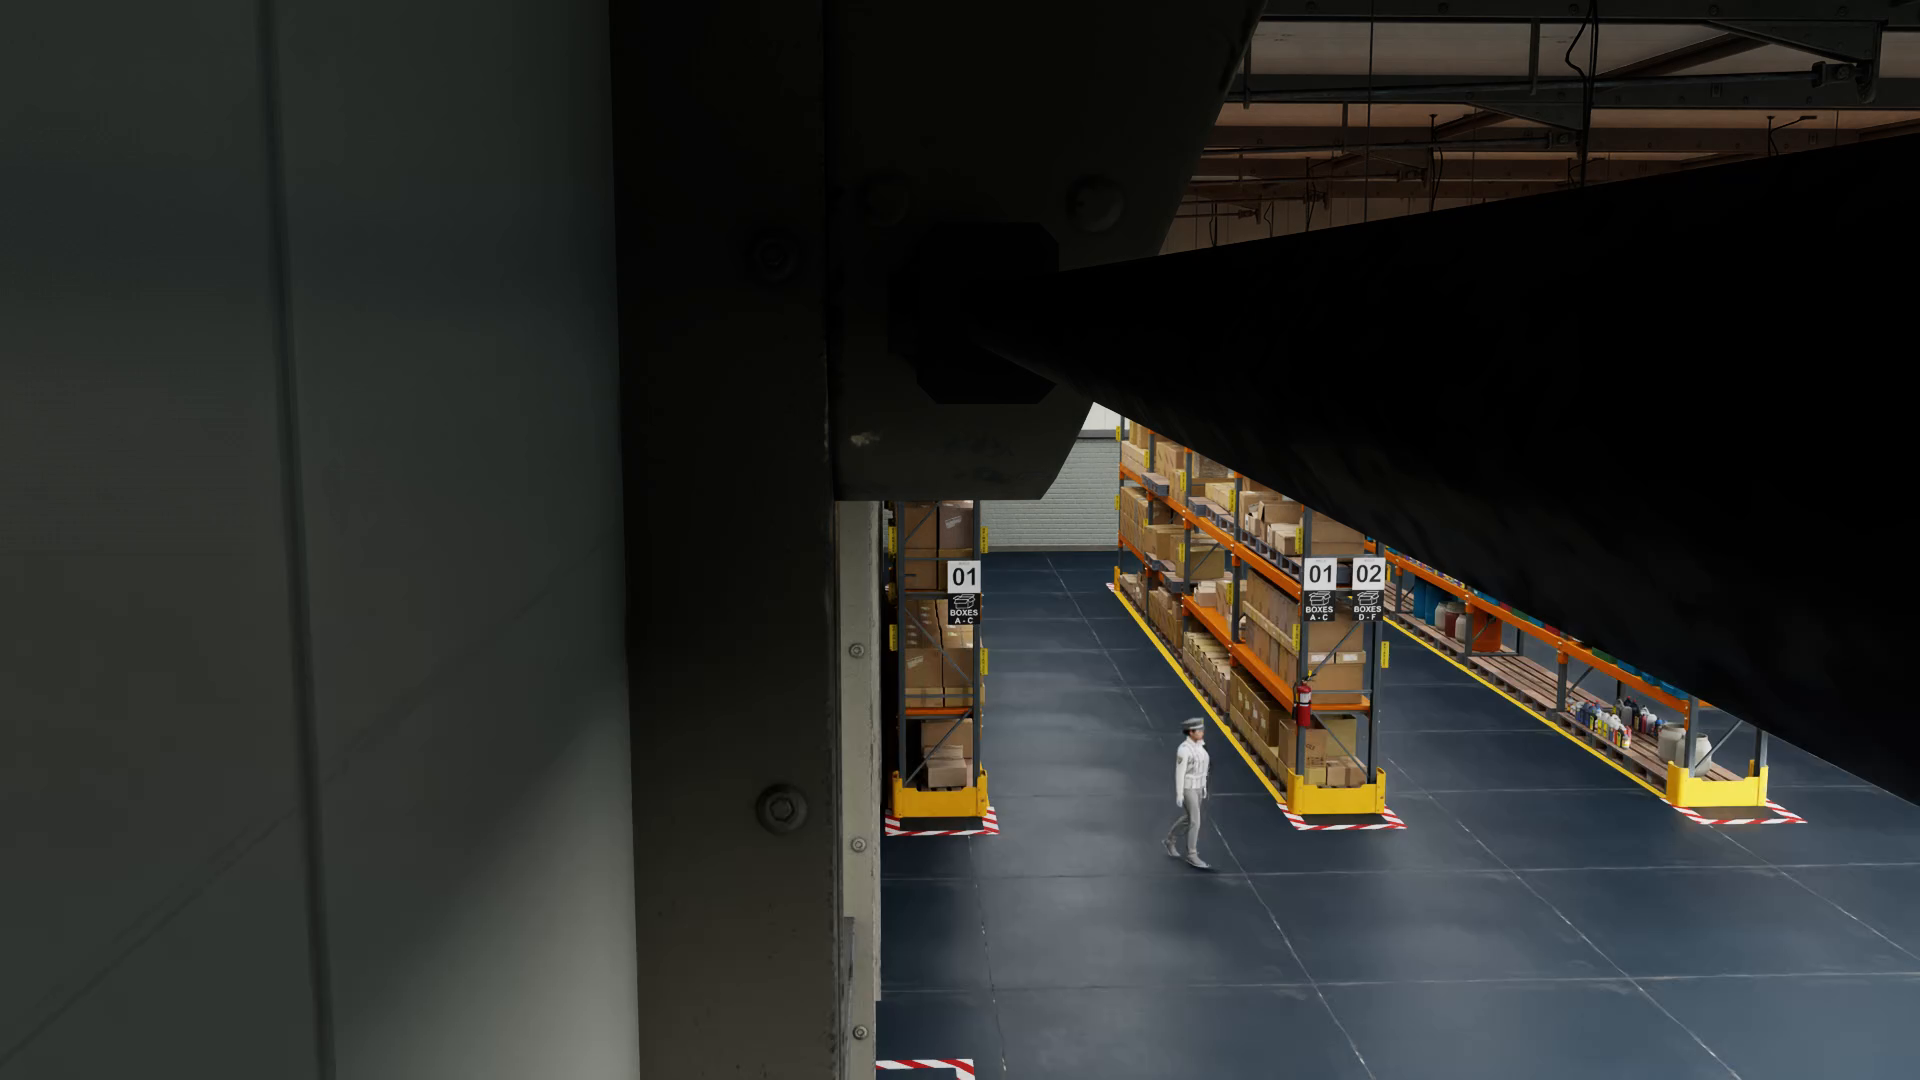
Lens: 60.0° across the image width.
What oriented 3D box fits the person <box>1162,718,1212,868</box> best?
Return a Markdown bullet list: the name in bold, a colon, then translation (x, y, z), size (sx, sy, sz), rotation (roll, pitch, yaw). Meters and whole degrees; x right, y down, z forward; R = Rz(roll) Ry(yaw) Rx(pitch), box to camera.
- **person**: translation (2.582, 2.822, 18.850), size (0.658, 1.698, 0.518), rotation (6, 10, 34)
